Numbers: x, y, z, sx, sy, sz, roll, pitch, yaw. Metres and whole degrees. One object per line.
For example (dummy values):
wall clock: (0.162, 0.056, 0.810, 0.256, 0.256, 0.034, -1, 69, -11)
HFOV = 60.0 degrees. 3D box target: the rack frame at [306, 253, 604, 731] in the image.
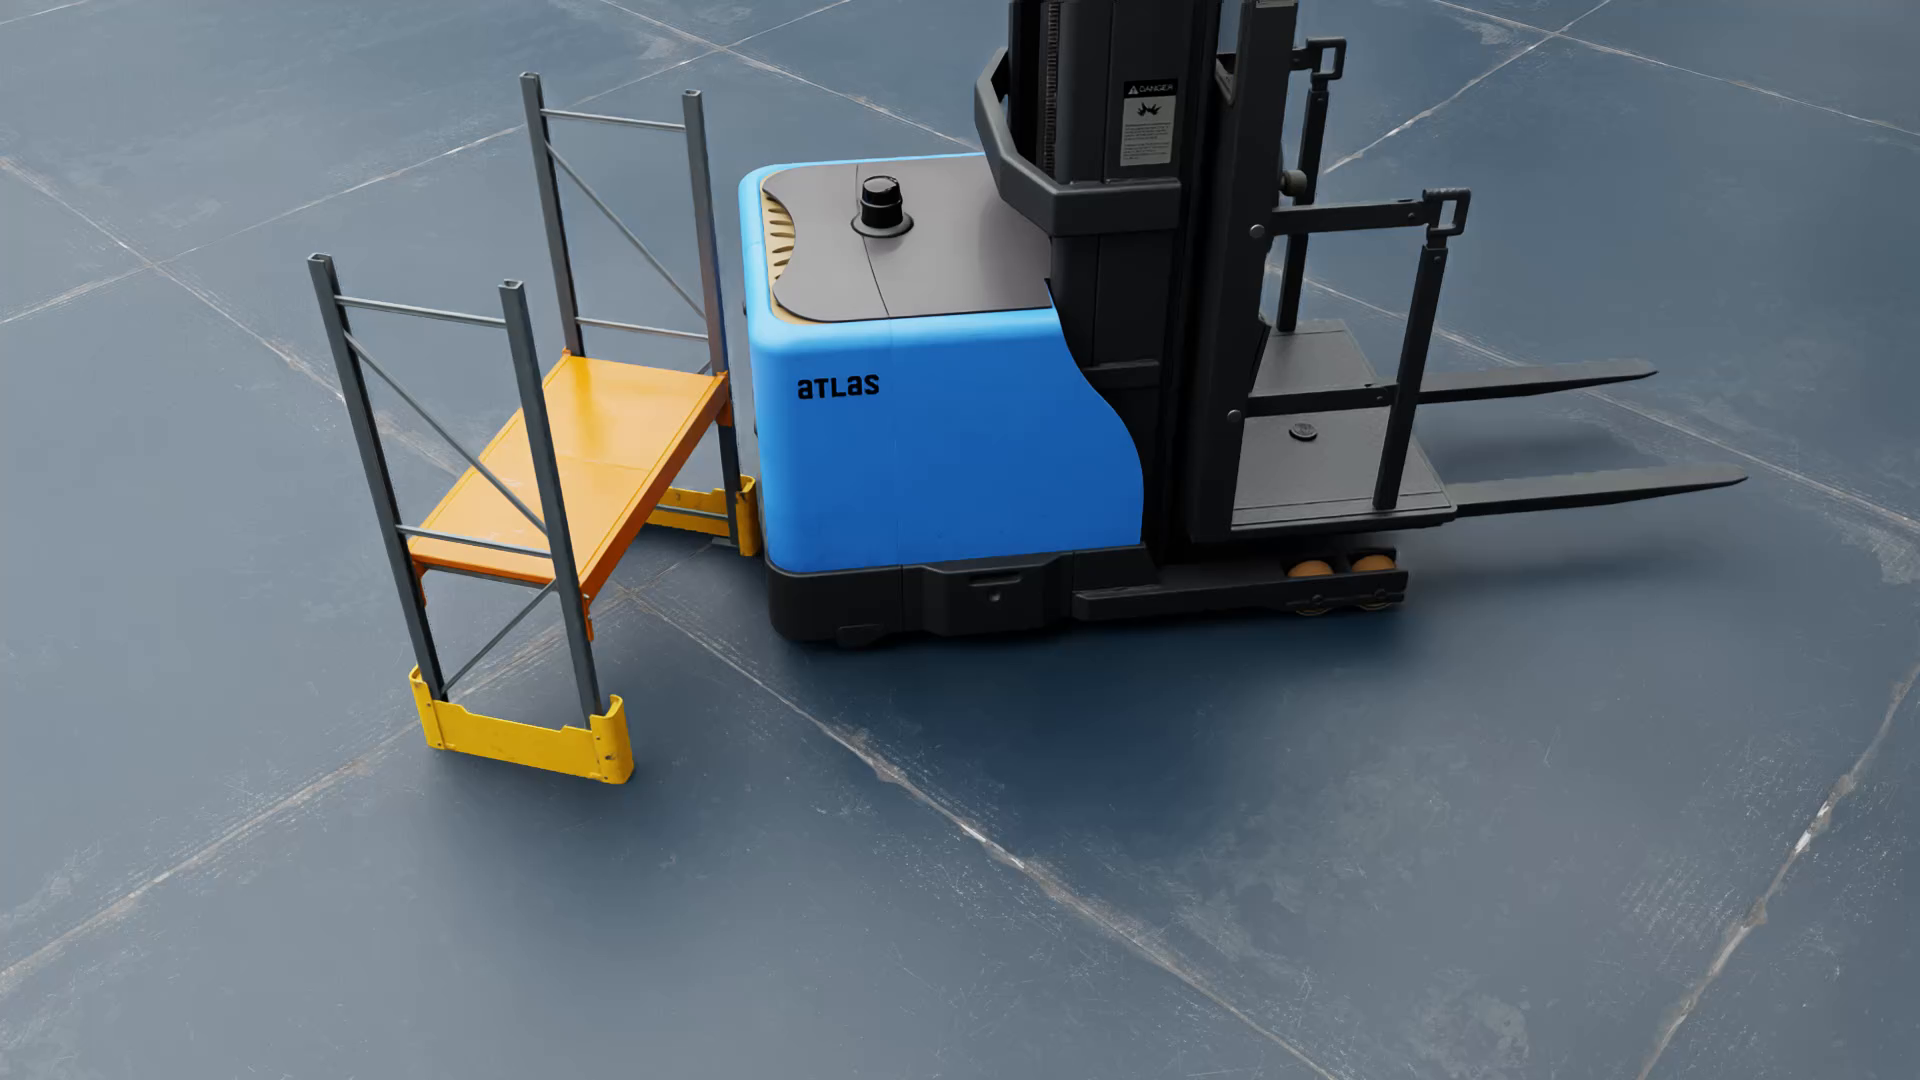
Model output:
rack frame: (-1.173, 0.008, 4.035, 0.500, 1.500, 0.032, 9, 39, 11)

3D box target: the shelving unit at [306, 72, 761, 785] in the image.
shelving unit: (-1.041, -0.303, 4.426, 0.587, 1.500, 1.083, 9, 39, 11)

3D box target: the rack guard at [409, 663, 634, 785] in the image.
rack guard: (-1.168, 0.486, 4.438, 0.587, 0.250, 0.087, 9, 39, 11)

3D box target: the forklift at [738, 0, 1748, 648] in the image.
forklift: (0.892, -1.244, 4.459, 3.031, 2.935, 1.130, -5, 39, -6)

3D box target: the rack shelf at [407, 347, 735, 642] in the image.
rack shelf: (-1.044, -0.157, 4.531, 0.538, 0.185, 1.000, 9, 39, 11)

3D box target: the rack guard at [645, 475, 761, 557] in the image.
rack guard: (-0.915, -0.114, 5.192, 0.587, 0.250, 0.087, 9, 39, 11)

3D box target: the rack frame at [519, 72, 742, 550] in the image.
rack frame: (-0.915, -0.604, 4.804, 0.500, 1.500, 0.032, 9, 39, 11)
